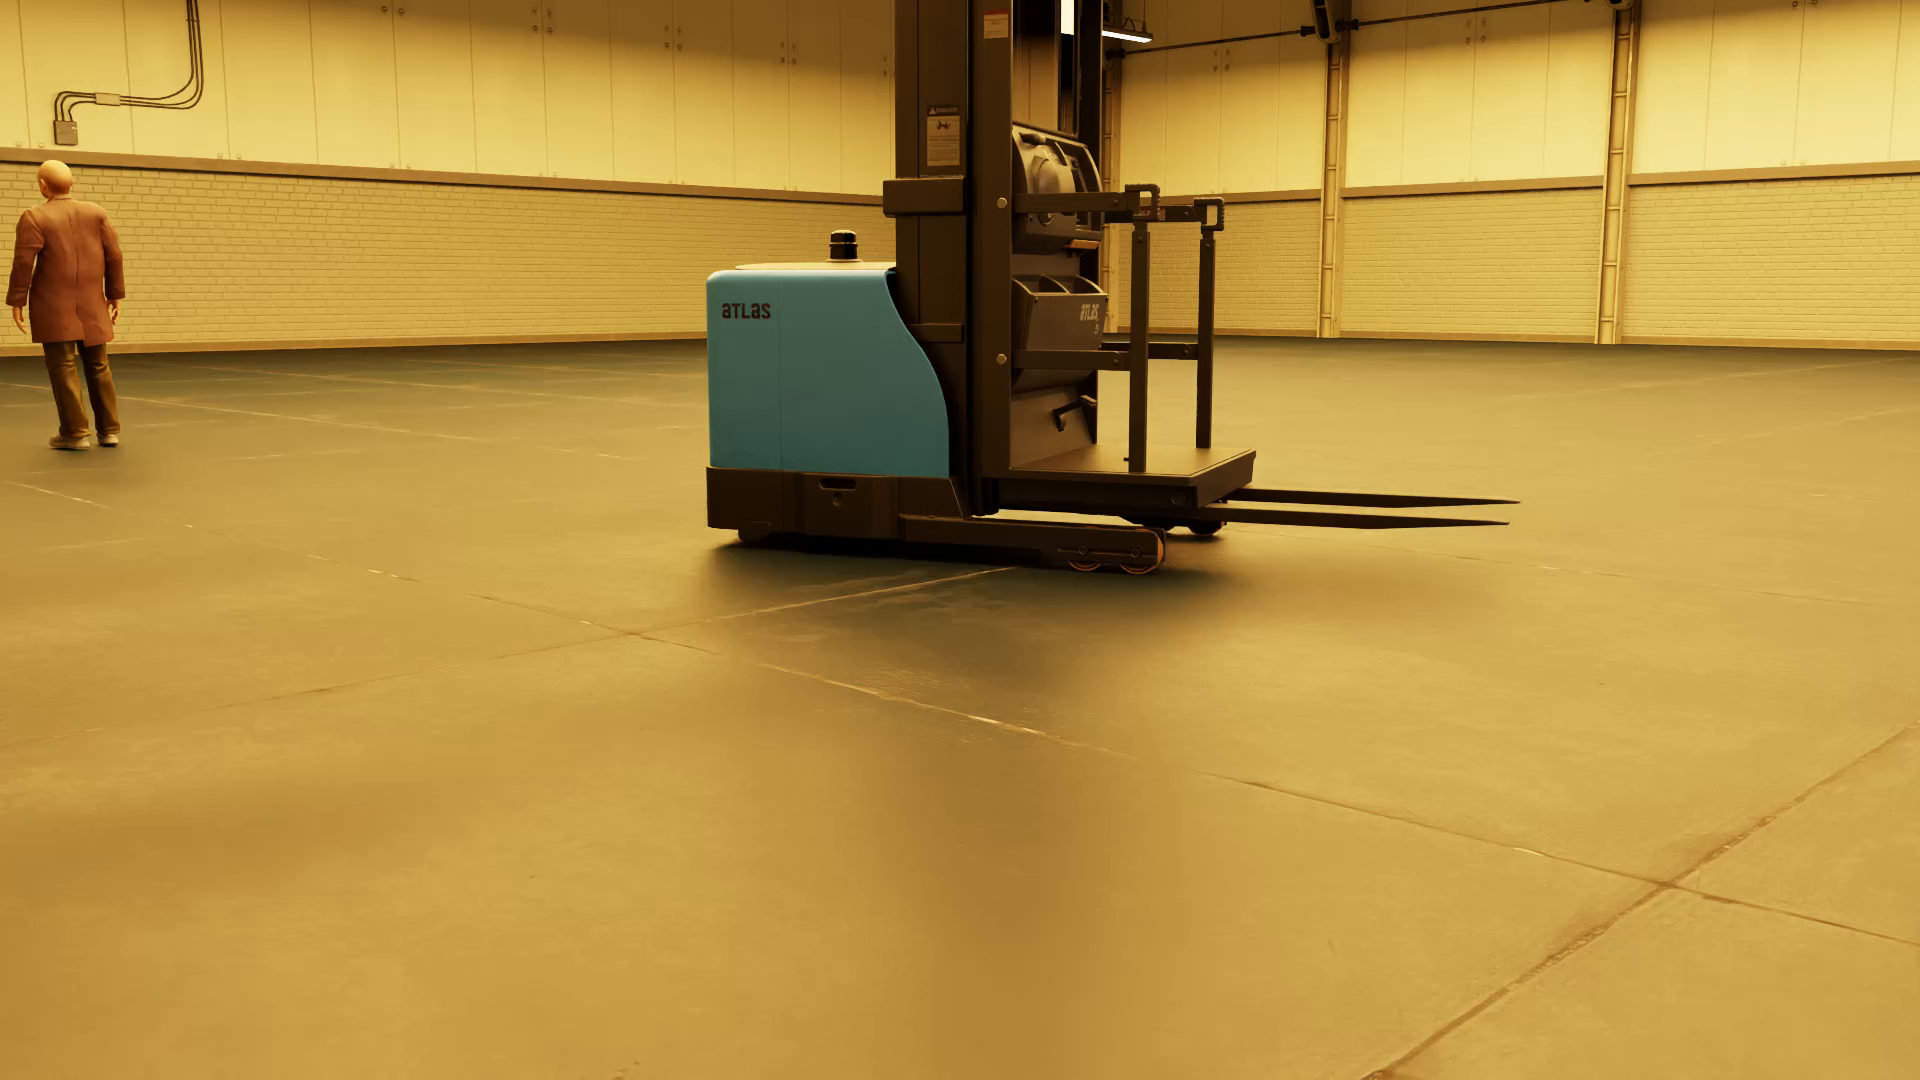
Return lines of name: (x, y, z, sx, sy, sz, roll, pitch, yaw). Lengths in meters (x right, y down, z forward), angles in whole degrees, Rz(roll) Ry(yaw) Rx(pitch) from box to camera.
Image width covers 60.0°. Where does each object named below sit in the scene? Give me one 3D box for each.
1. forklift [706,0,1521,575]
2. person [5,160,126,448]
forklift: (0.565, -1.416, 6.275, 3.031, 2.935, 1.130, 3, 9, 22)
person: (-5.641, -1.470, 10.462, 0.582, 1.775, 0.696, 8, 12, 43)
